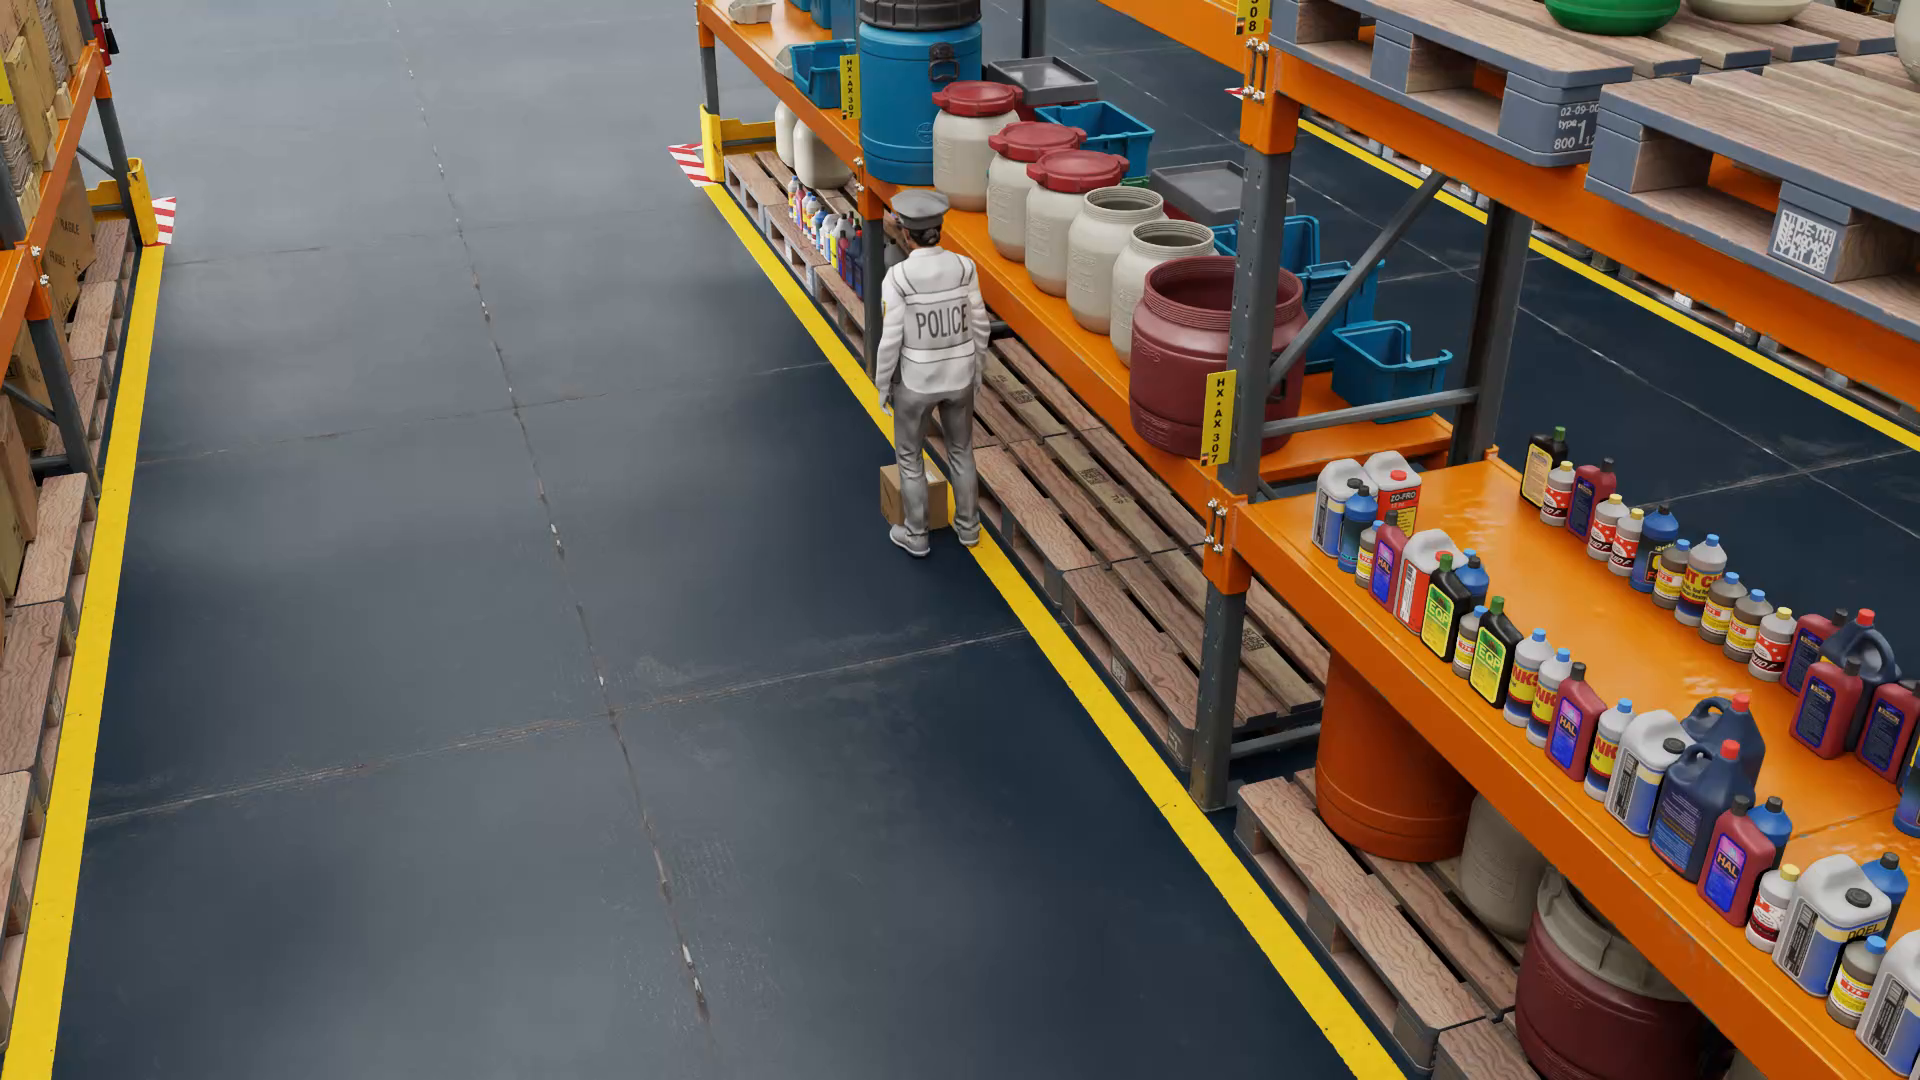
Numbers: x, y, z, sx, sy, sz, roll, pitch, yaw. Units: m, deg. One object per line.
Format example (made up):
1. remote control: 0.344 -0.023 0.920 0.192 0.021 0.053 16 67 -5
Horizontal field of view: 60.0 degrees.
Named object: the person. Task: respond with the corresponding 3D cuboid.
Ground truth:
1. person: -0.127 -0.702 7.341 0.525 1.662 0.374 -12 32 -20
